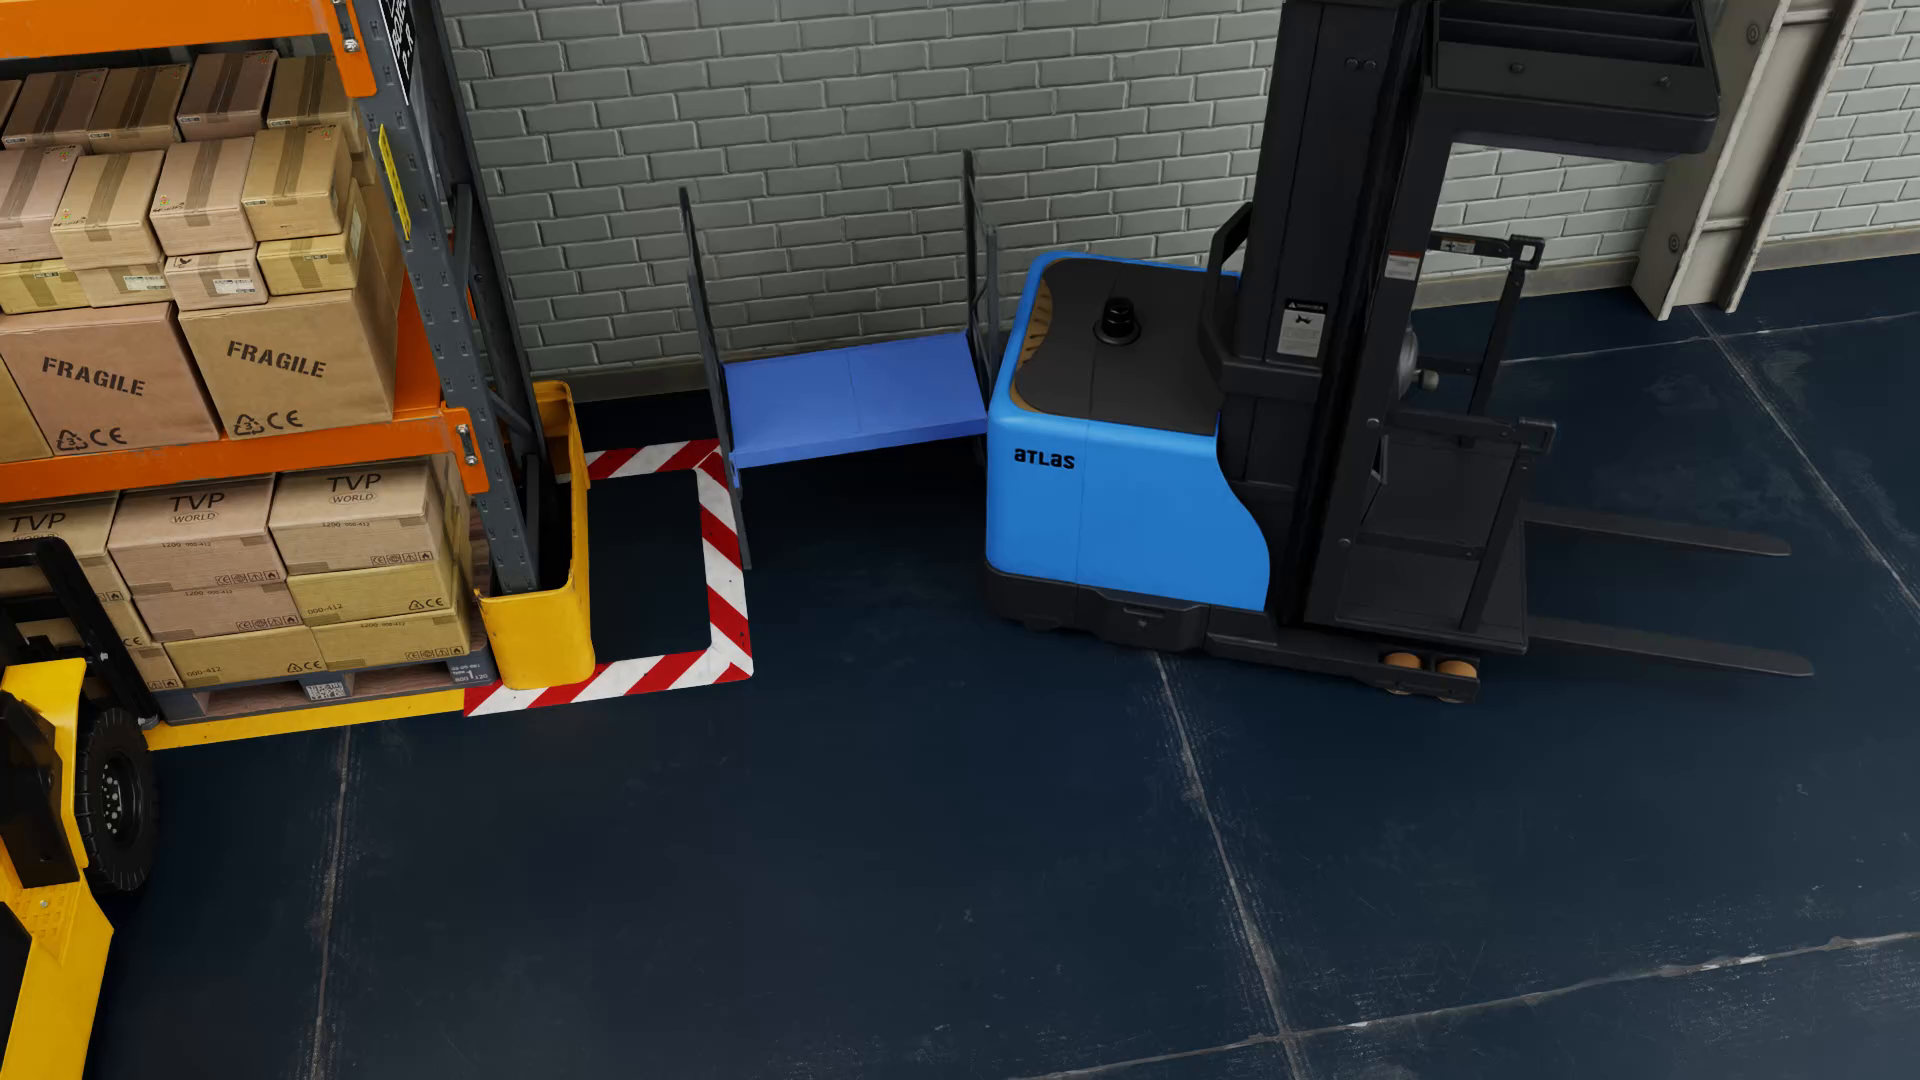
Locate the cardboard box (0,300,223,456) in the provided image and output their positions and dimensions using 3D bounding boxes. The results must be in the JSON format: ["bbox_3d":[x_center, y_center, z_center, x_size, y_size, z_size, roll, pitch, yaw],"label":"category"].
[{"bbox_3d":[-2.615,-0.634,5.209,0.500,0.500,0.500,-6,46,-6],"label":"cardboard box"}]

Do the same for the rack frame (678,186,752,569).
[{"bbox_3d":[-0.911,-0.563,6.245,0.032,1.500,0.500,-9,49,-5],"label":"rack frame"}]

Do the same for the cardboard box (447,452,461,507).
[{"bbox_3d":[-2.161,-0.358,6.283,0.500,0.250,0.500,-6,46,-6],"label":"cardboard box"}]

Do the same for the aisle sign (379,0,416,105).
[{"bbox_3d":[-1.547,-1.605,4.408,0.004,0.787,0.394,-7,46,-7],"label":"aisle sign"}]

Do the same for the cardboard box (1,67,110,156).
[{"bbox_3d":[-2.797,-1.306,5.199,0.250,0.149,0.380,-7,46,-7],"label":"cardboard box"}]

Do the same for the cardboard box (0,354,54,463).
[{"bbox_3d":[-3.120,-0.571,5.148,0.500,0.500,0.500,-8,47,-8],"label":"cardboard box"}]

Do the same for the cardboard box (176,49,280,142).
[{"bbox_3d":[-2.302,-1.389,5.279,0.250,0.149,0.380,-6,46,-5],"label":"cardboard box"}]

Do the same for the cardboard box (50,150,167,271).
[{"bbox_3d":[-2.470,-0.969,4.875,0.250,0.149,0.380,-6,46,-6],"label":"cardboard box"}]

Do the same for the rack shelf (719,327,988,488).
[{"bbox_3d":[-0.405,-0.519,6.426,1.000,0.185,0.538,-9,49,-5],"label":"rack shelf"}]

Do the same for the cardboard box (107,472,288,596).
[{"bbox_3d":[-2.565,-0.097,5.684,0.500,0.250,0.500,-6,46,-6],"label":"cardboard box"}]

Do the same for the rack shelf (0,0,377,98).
[{"bbox_3d":[-3.633,-1.449,4.480,4.000,0.370,1.077,-7,46,-7],"label":"rack shelf"}]

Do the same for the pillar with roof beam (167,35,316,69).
[{"bbox_3d":[-1.768,-0.484,0.968,0.400,9.000,9.100,-7,46,-7],"label":"pillar with roof beam"}]

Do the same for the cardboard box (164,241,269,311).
[{"bbox_3d":[-2.203,-0.870,4.985,0.250,0.149,0.380,-6,46,-6],"label":"cardboard box"}]

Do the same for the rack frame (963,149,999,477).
[{"bbox_3d":[0.090,-0.714,6.339,0.032,1.500,0.500,-9,49,-5],"label":"rack frame"}]

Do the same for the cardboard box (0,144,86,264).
[{"bbox_3d":[-2.728,-0.992,4.896,0.250,0.149,0.380,-7,46,-7],"label":"cardboard box"}]

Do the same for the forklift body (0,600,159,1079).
[{"bbox_3d":[-3.220,0.918,4.372,1.214,2.155,2.313,-7,46,-7],"label":"forklift body"}]

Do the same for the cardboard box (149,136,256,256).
[{"bbox_3d":[-2.217,-1.021,4.924,0.250,0.149,0.380,-7,46,-7],"label":"cardboard box"}]

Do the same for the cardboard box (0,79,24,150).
[{"bbox_3d":[-3.053,-1.256,5.151,0.250,0.149,0.380,-6,46,-6],"label":"cardboard box"}]

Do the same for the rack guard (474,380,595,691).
[{"bbox_3d":[-1.638,-0.039,6.441,0.348,0.500,1.175,-7,46,-7],"label":"rack guard"}]

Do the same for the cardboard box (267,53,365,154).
[{"bbox_3d":[-2.030,-1.377,5.267,0.250,0.149,0.380,-8,47,-8],"label":"cardboard box"}]

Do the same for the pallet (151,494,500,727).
[{"bbox_3d":[-2.409,0.187,6.423,1.213,0.211,1.003,-7,46,-7],"label":"pallet"}]

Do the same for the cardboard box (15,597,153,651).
[{"bbox_3d":[-3.090,0.145,5.798,0.500,0.250,0.500,-8,47,-8],"label":"cardboard box"}]

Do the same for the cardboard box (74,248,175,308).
[{"bbox_3d":[-2.469,-0.881,4.996,0.250,0.149,0.380,-6,46,-6],"label":"cardboard box"}]

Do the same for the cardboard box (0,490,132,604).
[{"bbox_3d":[-3.060,-0.028,5.618,0.500,0.250,0.500,-7,46,-6],"label":"cardboard box"}]

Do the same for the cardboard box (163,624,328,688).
[{"bbox_3d":[-2.563,0.241,6.053,0.500,0.250,0.500,-7,46,-7],"label":"cardboard box"}]

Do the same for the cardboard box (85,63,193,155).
[{"bbox_3d":[-2.551,-1.326,5.218,0.250,0.149,0.380,-6,46,-6],"label":"cardboard box"}]

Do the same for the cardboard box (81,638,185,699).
[{"bbox_3d":[-3.057,0.296,6.000,0.500,0.250,0.500,-7,46,-6],"label":"cardboard box"}]

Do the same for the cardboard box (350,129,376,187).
[{"bbox_3d":[-2.041,-1.306,5.405,0.250,0.149,0.380,-8,47,-8],"label":"cardboard box"}]

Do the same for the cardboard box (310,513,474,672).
[{"bbox_3d":[-2.071,0.187,6.105,0.500,0.250,0.500,-7,46,-7],"label":"cardboard box"}]

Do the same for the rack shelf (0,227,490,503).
[{"bbox_3d":[-3.633,-0.408,5.560,4.000,0.370,1.077,-7,46,-7],"label":"rack shelf"}]

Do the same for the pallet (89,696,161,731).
[{"bbox_3d":[-3.608,0.335,6.281,1.213,0.211,1.003,-7,46,-7],"label":"pallet"}]

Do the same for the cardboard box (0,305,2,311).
[{"bbox_3d":[-2.970,-0.792,4.911,0.250,0.149,0.380,-8,47,-8],"label":"cardboard box"}]

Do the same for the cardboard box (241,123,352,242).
[{"bbox_3d":[-1.979,-1.073,4.975,0.250,0.149,0.380,-7,46,-7],"label":"cardboard box"}]

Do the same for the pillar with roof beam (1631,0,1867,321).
[{"bbox_3d":[4.144,-1.221,1.678,0.400,9.000,9.100,-7,46,-7],"label":"pillar with roof beam"}]

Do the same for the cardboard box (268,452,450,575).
[{"bbox_3d":[-2.063,-0.164,5.749,0.500,0.250,0.500,-6,46,-5],"label":"cardboard box"}]

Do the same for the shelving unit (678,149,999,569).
[{"bbox_3d":[-0.411,-0.638,6.292,1.048,1.500,0.538,-9,49,-5],"label":"shelving unit"}]

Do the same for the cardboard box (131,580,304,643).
[{"bbox_3d":[-2.584,0.067,5.873,0.500,0.250,0.500,-8,47,-7],"label":"cardboard box"}]

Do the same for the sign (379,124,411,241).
[{"bbox_3d":[-1.583,-1.001,4.663,0.005,0.325,0.100,-7,46,-7],"label":"sign"}]

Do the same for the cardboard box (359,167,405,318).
[{"bbox_3d":[-2.198,-1.075,5.633,0.500,0.500,0.500,-6,46,-5],"label":"cardboard box"}]

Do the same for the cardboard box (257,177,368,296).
[{"bbox_3d":[-1.956,-0.922,5.036,0.250,0.149,0.380,-6,46,-6],"label":"cardboard box"}]

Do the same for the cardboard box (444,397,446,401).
[{"bbox_3d":[-2.168,-0.518,6.089,0.500,0.250,0.500,-8,47,-7],"label":"cardboard box"}]

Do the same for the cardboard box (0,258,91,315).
[{"bbox_3d":[-2.715,-0.859,4.975,0.250,0.149,0.380,-7,47,-7],"label":"cardboard box"}]

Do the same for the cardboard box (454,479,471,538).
[{"bbox_3d":[-2.179,-0.174,6.452,0.500,0.250,0.500,-7,46,-7],"label":"cardboard box"}]

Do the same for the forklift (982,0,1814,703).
[{"bbox_3d":[1.654,-0.834,5.518,3.031,2.935,1.130,8,47,8],"label":"forklift"}]

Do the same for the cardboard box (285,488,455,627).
[{"bbox_3d":[-2.088,0.013,5.925,0.500,0.250,0.500,-8,47,-7],"label":"cardboard box"}]

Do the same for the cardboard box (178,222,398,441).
[{"bbox_3d":[-2.102,-0.692,5.264,0.500,0.500,0.500,-8,47,-8],"label":"cardboard box"}]

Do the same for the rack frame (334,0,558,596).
[{"bbox_3d":[-1.662,-0.904,5.538,0.127,3.000,1.000,-7,46,-7],"label":"rack frame"}]
